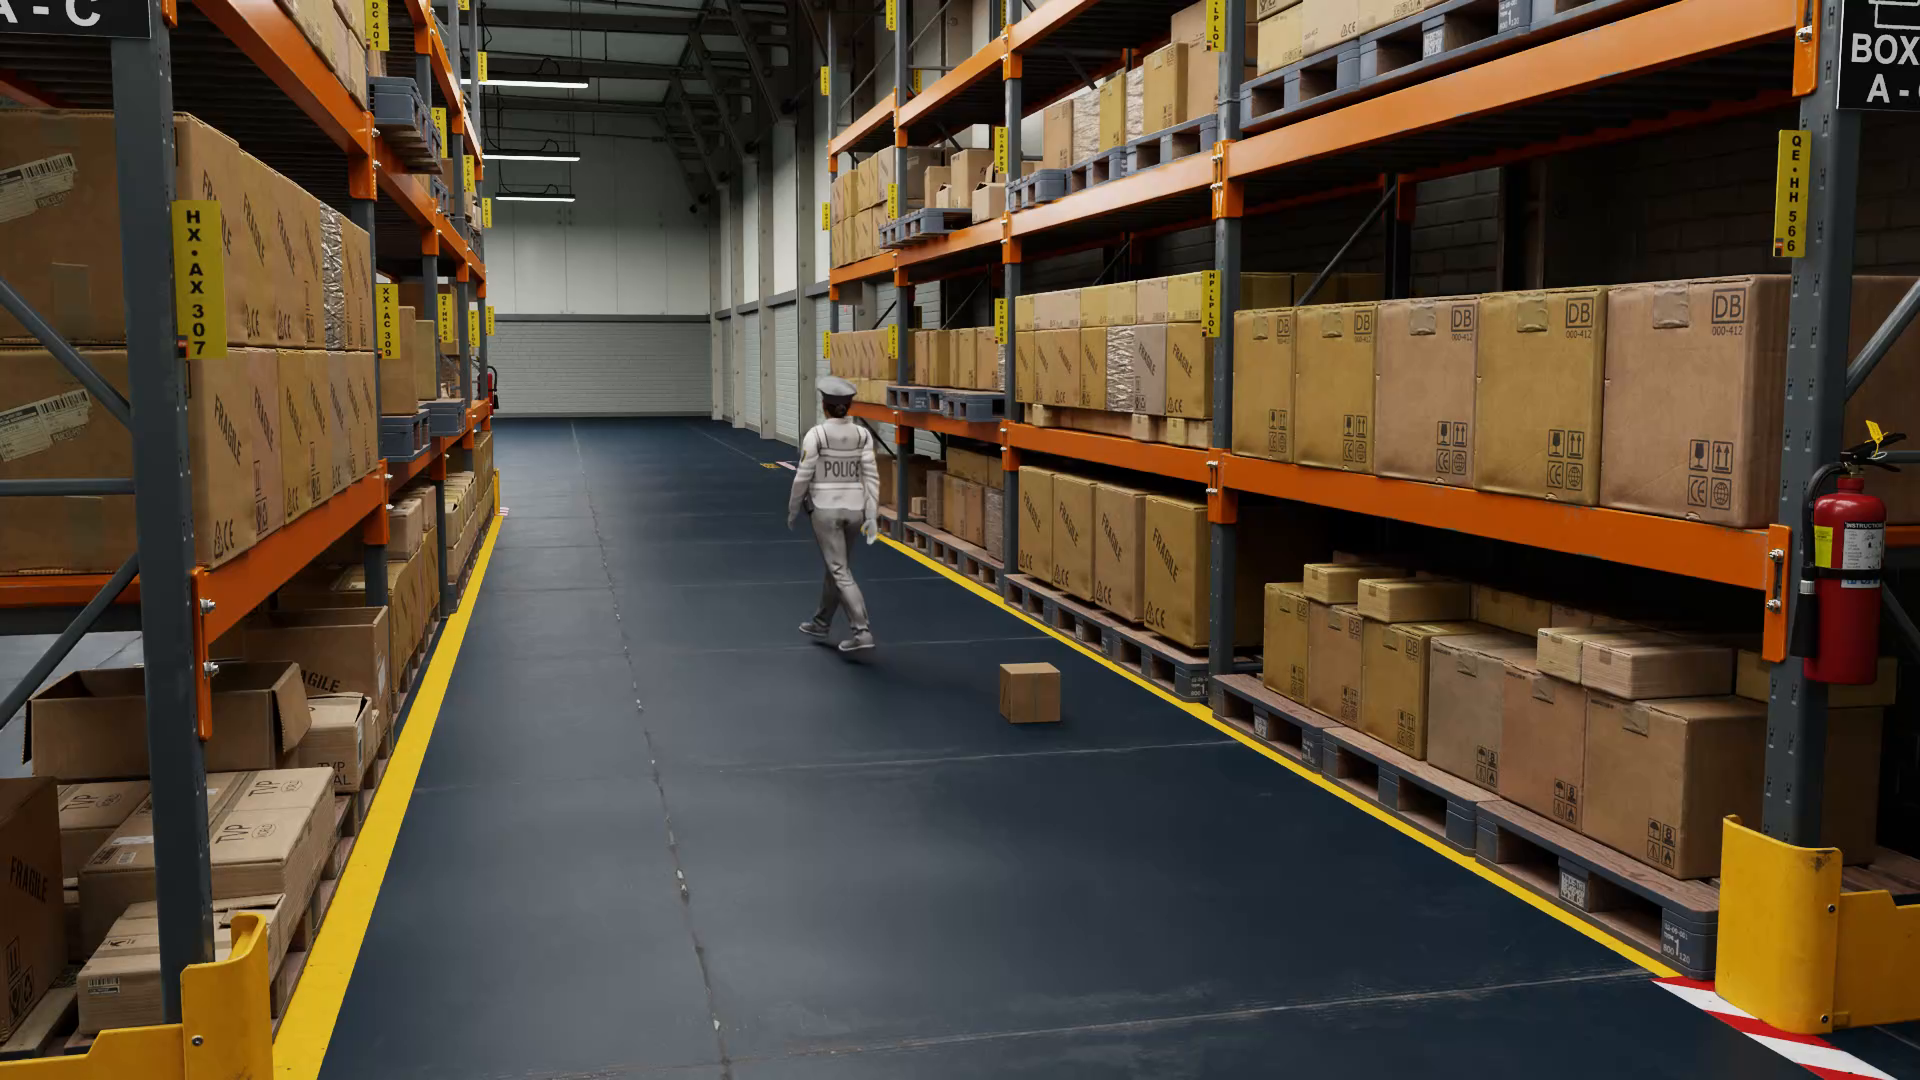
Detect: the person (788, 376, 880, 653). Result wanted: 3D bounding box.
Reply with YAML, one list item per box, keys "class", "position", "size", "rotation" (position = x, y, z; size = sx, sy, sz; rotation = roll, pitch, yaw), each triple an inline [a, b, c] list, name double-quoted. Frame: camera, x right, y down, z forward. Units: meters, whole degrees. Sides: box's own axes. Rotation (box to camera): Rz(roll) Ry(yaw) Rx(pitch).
- class: "person"
  position: [-0.781, -0.173, 10.003]
  size: [0.496, 1.621, 1.020]
  rotation: [-4, 8, -35]
